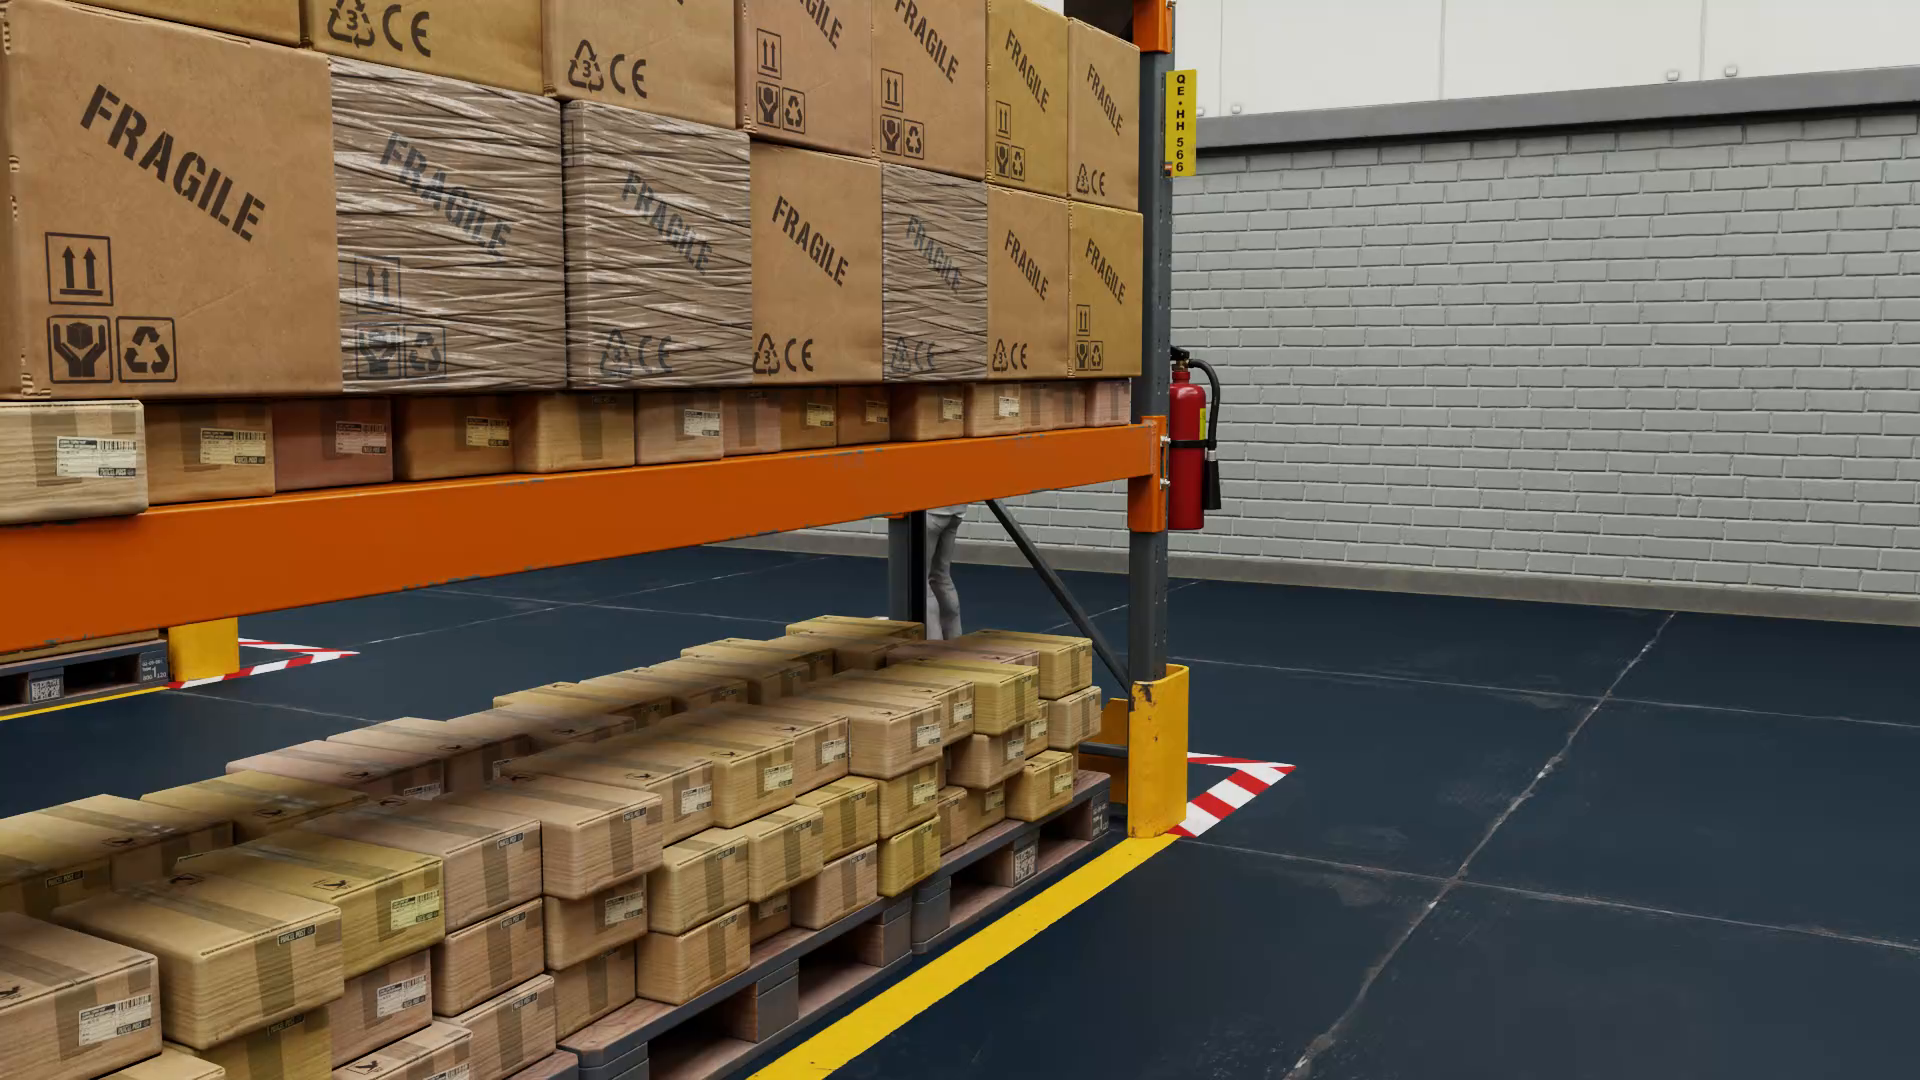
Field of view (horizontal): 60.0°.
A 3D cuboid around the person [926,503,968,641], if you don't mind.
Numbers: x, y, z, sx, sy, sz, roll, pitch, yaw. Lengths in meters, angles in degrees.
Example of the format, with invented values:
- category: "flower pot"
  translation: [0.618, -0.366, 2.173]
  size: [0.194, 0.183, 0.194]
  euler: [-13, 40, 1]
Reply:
- category: "person"
  translation: [-0.144, -0.139, 7.850]
  size: [0.340, 1.594, 0.484]
  euler: [3, 7, 26]
